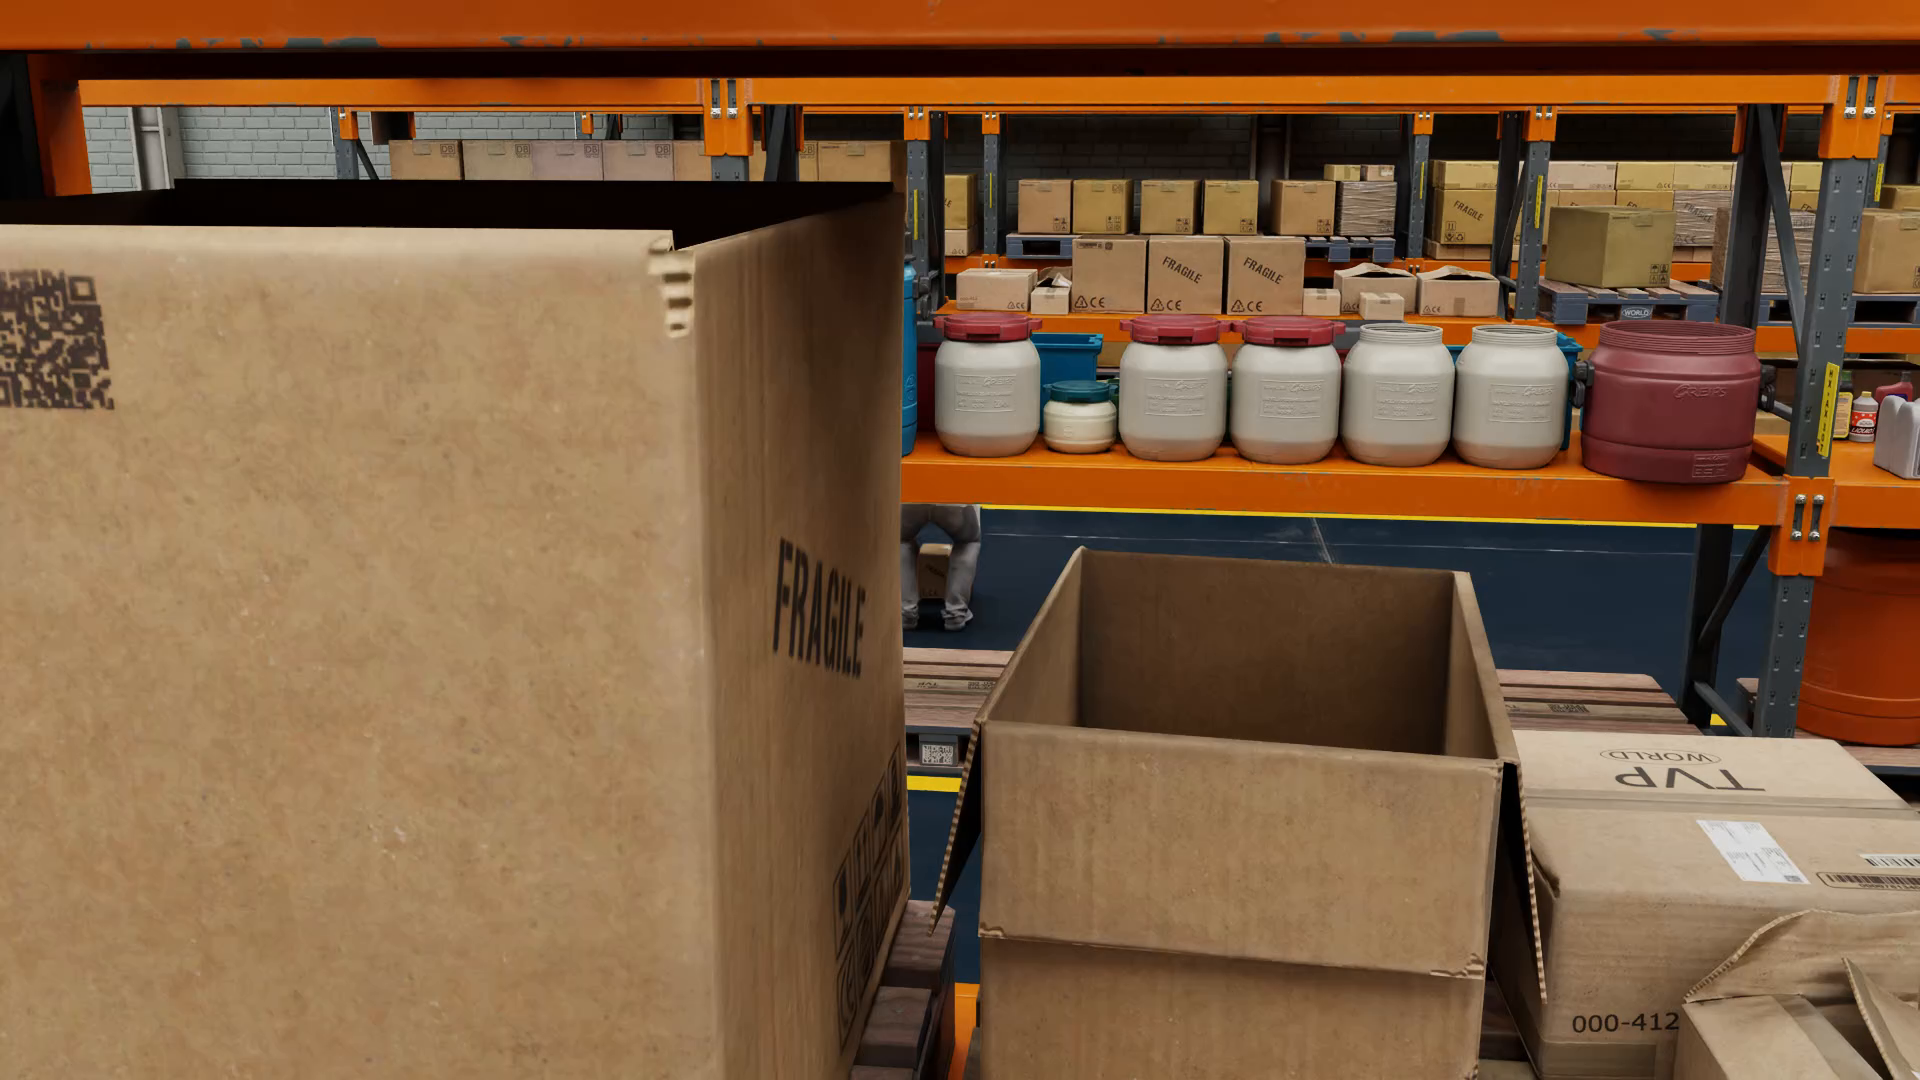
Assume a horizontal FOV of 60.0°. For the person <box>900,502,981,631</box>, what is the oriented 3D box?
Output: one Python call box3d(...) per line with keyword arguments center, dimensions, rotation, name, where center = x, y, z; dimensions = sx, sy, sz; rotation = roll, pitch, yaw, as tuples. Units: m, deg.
box3d(center=(-0.137, -0.058, 8.866), dimensions=(0.507, 0.939, 0.974), rotation=(1, 14, 4), name="person")
